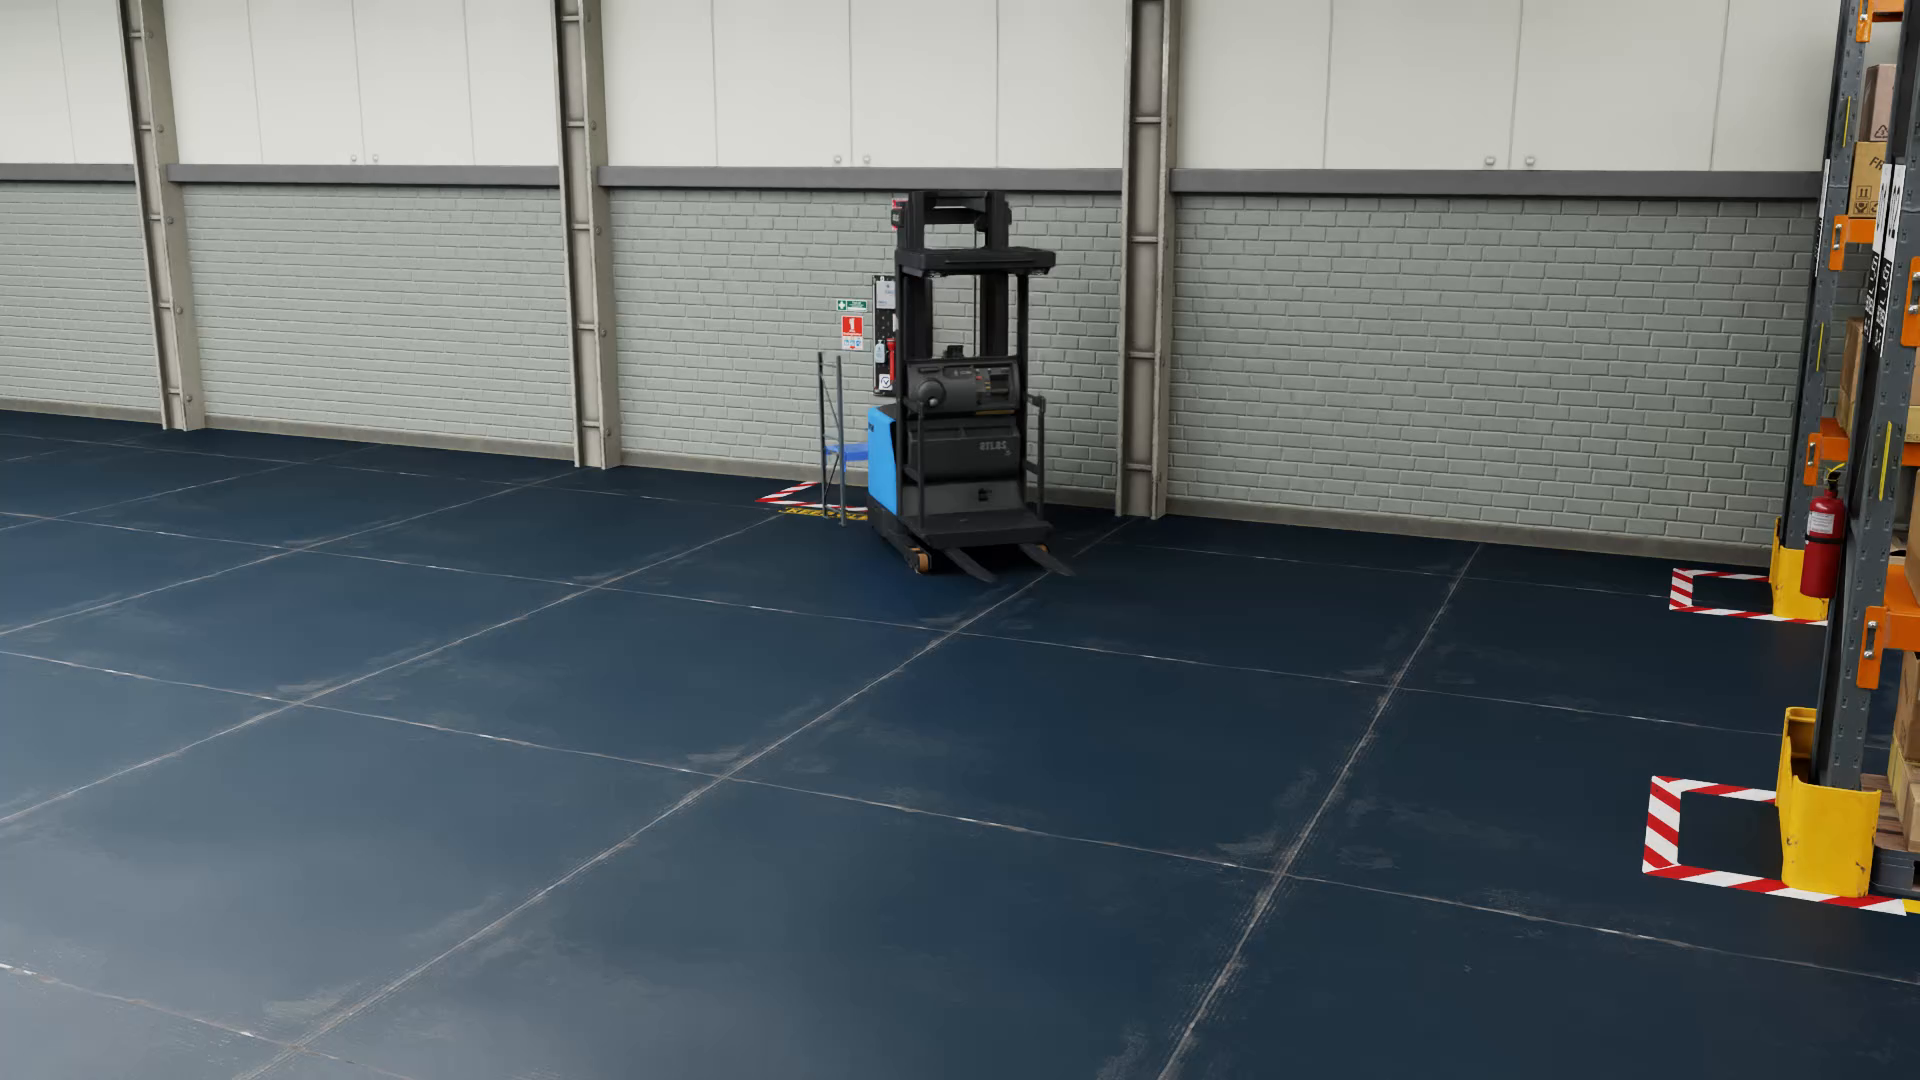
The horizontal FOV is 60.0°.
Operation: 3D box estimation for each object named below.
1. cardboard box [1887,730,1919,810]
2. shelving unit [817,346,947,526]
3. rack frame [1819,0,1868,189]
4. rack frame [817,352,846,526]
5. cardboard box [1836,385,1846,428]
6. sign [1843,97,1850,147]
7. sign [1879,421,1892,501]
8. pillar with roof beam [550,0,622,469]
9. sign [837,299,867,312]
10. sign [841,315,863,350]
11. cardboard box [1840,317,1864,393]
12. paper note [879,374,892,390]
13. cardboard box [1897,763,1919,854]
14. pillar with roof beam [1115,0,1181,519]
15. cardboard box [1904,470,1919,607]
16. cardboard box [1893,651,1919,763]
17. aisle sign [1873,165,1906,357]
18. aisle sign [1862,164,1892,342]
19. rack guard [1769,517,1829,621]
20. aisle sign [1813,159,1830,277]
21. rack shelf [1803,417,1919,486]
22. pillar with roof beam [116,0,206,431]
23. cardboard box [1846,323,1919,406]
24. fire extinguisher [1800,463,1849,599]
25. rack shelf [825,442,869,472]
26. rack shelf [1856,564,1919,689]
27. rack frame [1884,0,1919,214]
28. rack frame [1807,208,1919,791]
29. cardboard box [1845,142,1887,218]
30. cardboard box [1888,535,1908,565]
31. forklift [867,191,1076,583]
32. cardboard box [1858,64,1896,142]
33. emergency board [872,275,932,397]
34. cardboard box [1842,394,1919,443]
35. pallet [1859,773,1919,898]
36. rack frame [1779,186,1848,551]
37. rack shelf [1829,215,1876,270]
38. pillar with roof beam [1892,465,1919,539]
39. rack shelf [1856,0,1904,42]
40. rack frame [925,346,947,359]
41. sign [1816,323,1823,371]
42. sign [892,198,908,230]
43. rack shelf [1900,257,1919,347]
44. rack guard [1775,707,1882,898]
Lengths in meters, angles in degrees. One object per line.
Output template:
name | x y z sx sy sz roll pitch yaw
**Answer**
cardboard box | 4.759 1.132 7.962 0.500 0.250 0.500 6 14 23
shelving unit | -0.683 -0.956 15.003 1.048 1.500 0.538 -6 12 -25
rack frame | 6.152 -3.945 11.370 0.127 3.000 1.000 6 14 23
rack frame | -1.141 -0.905 14.789 0.032 1.500 0.500 -6 12 -25
cardboard box | 6.658 -0.959 12.058 0.500 0.250 0.500 6 14 24
sign | 5.933 -2.797 11.130 0.005 0.325 0.100 6 14 23
sign | 3.919 -0.334 7.045 0.005 0.325 0.100 6 14 23
pillar with roof beam | -5.572 -4.272 12.764 0.400 9.000 9.100 6 14 23
sign | -1.050 -2.278 16.159 0.331 0.109 0.001 6 14 23
sign | -1.051 -2.022 16.229 0.234 0.329 0.001 6 14 23
cardboard box | 6.670 -1.327 11.988 0.500 0.500 0.500 6 14 23
paper note | -0.721 -1.534 16.156 0.142 0.148 0.016 6 14 23
cardboard box | 4.550 1.241 7.501 0.500 0.250 0.500 6 14 23
pillar with roof beam | -0.087 -3.717 10.398 0.400 9.000 9.100 6 14 23
cardboard box | 4.571 0.008 7.438 0.500 0.500 0.700 6 14 23
cardboard box | 4.760 0.767 7.878 0.500 0.500 0.500 6 14 23
aisle sign | 3.965 -1.197 7.101 0.004 0.787 0.394 6 14 23
aisle sign | 4.208 -1.323 7.635 0.004 0.787 0.394 6 14 23
rack guard | 6.222 0.199 12.311 0.348 0.500 1.175 6 14 23
aisle sign | 5.965 -2.234 11.520 0.004 0.787 0.394 6 14 23
rack shelf | 7.981 -0.489 11.349 4.000 0.370 1.077 6 14 23
pillar with roof beam | -11.058 -4.828 15.130 0.400 9.000 9.100 6 14 23
cardboard box | 6.467 -1.219 11.529 0.500 0.500 0.500 6 14 23
fire extinguisher | 4.229 -0.060 8.113 0.183 0.674 0.296 6 14 23
rack shelf | -0.680 -0.779 15.038 1.000 0.185 0.538 -6 12 -25
rack shelf | 5.978 0.546 6.938 4.000 0.370 1.077 6 14 23
rack frame | 4.149 -2.910 6.959 0.127 3.000 1.000 6 14 23
rack frame | 4.149 0.010 7.644 0.127 3.000 1.000 6 14 23
cardboard box | 6.357 -2.460 11.345 0.500 0.500 0.500 6 15 25
cardboard box | 6.749 0.153 11.959 0.500 0.311 0.500 4 14 17
forklift | 0.093 -1.260 13.209 1.130 2.935 3.031 -4 14 -16
cardboard box | 6.406 -2.944 11.217 0.500 0.500 0.500 5 14 19
emergency board | -0.587 -1.932 15.924 0.643 1.169 0.194 6 14 23
cardboard box | 6.470 -0.850 11.595 0.500 0.250 0.500 5 14 22
pallet | 4.866 1.430 7.699 1.213 0.211 1.003 6 14 23
rack frame | 6.152 -1.025 12.055 0.127 3.000 1.000 6 14 23
rack shelf | 7.981 -1.950 11.006 4.000 0.370 1.077 6 14 23
pillar with roof beam | 5.399 -3.162 8.032 0.400 9.000 9.100 6 14 23
rack shelf | 7.981 -3.408 10.664 4.000 0.370 1.077 6 14 23
rack frame | -0.225 -1.006 15.218 0.032 1.500 0.500 -6 12 -25
sign | 5.933 -1.333 11.473 0.005 0.325 0.100 6 14 23
sign | -0.554 -3.082 15.751 0.199 0.298 0.001 6 14 23
rack shelf | 5.978 -0.915 6.595 4.000 0.370 1.077 6 14 23
rack guard | 4.127 1.225 7.939 0.348 0.500 1.175 6 14 23
